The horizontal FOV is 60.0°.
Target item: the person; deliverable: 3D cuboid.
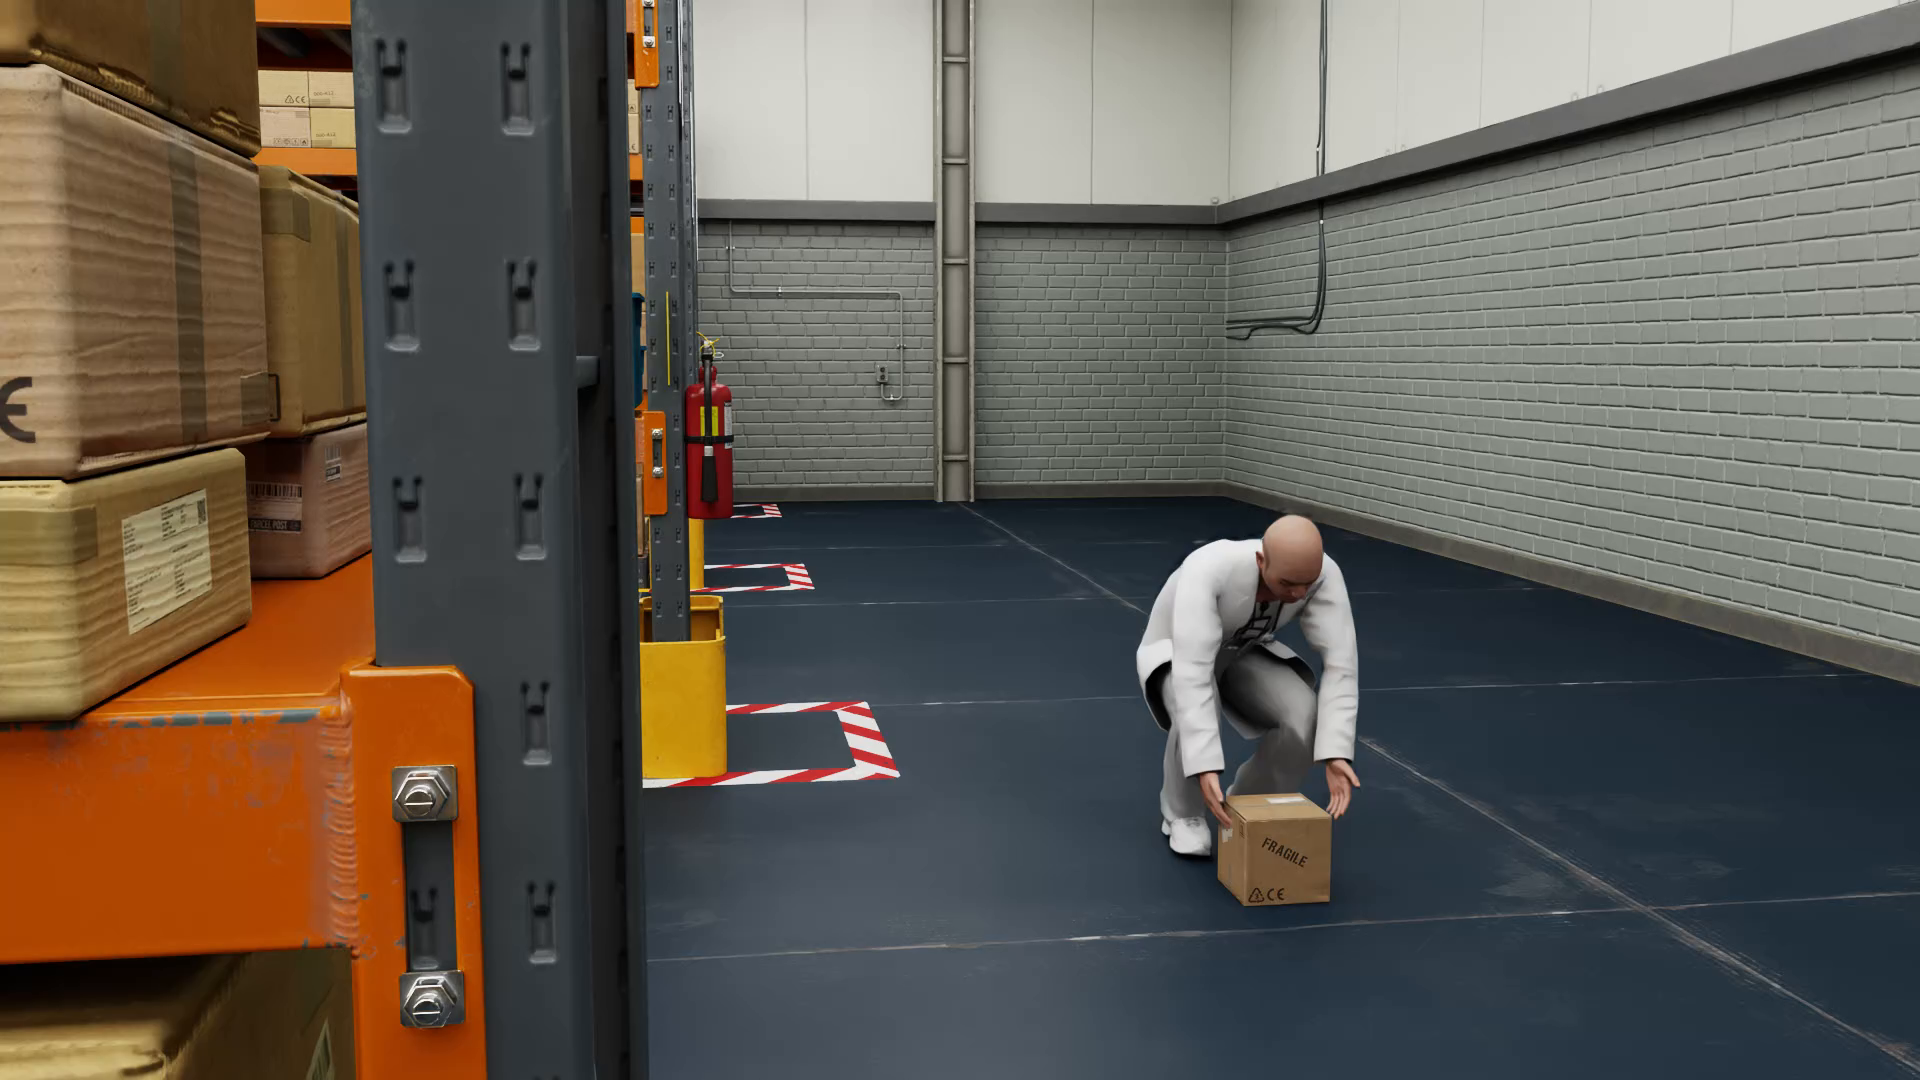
[{"bbox_3d":[0.866,0.439,5.110,0.610,1.054,0.877,-1,6,-9],"label":"person"}]
